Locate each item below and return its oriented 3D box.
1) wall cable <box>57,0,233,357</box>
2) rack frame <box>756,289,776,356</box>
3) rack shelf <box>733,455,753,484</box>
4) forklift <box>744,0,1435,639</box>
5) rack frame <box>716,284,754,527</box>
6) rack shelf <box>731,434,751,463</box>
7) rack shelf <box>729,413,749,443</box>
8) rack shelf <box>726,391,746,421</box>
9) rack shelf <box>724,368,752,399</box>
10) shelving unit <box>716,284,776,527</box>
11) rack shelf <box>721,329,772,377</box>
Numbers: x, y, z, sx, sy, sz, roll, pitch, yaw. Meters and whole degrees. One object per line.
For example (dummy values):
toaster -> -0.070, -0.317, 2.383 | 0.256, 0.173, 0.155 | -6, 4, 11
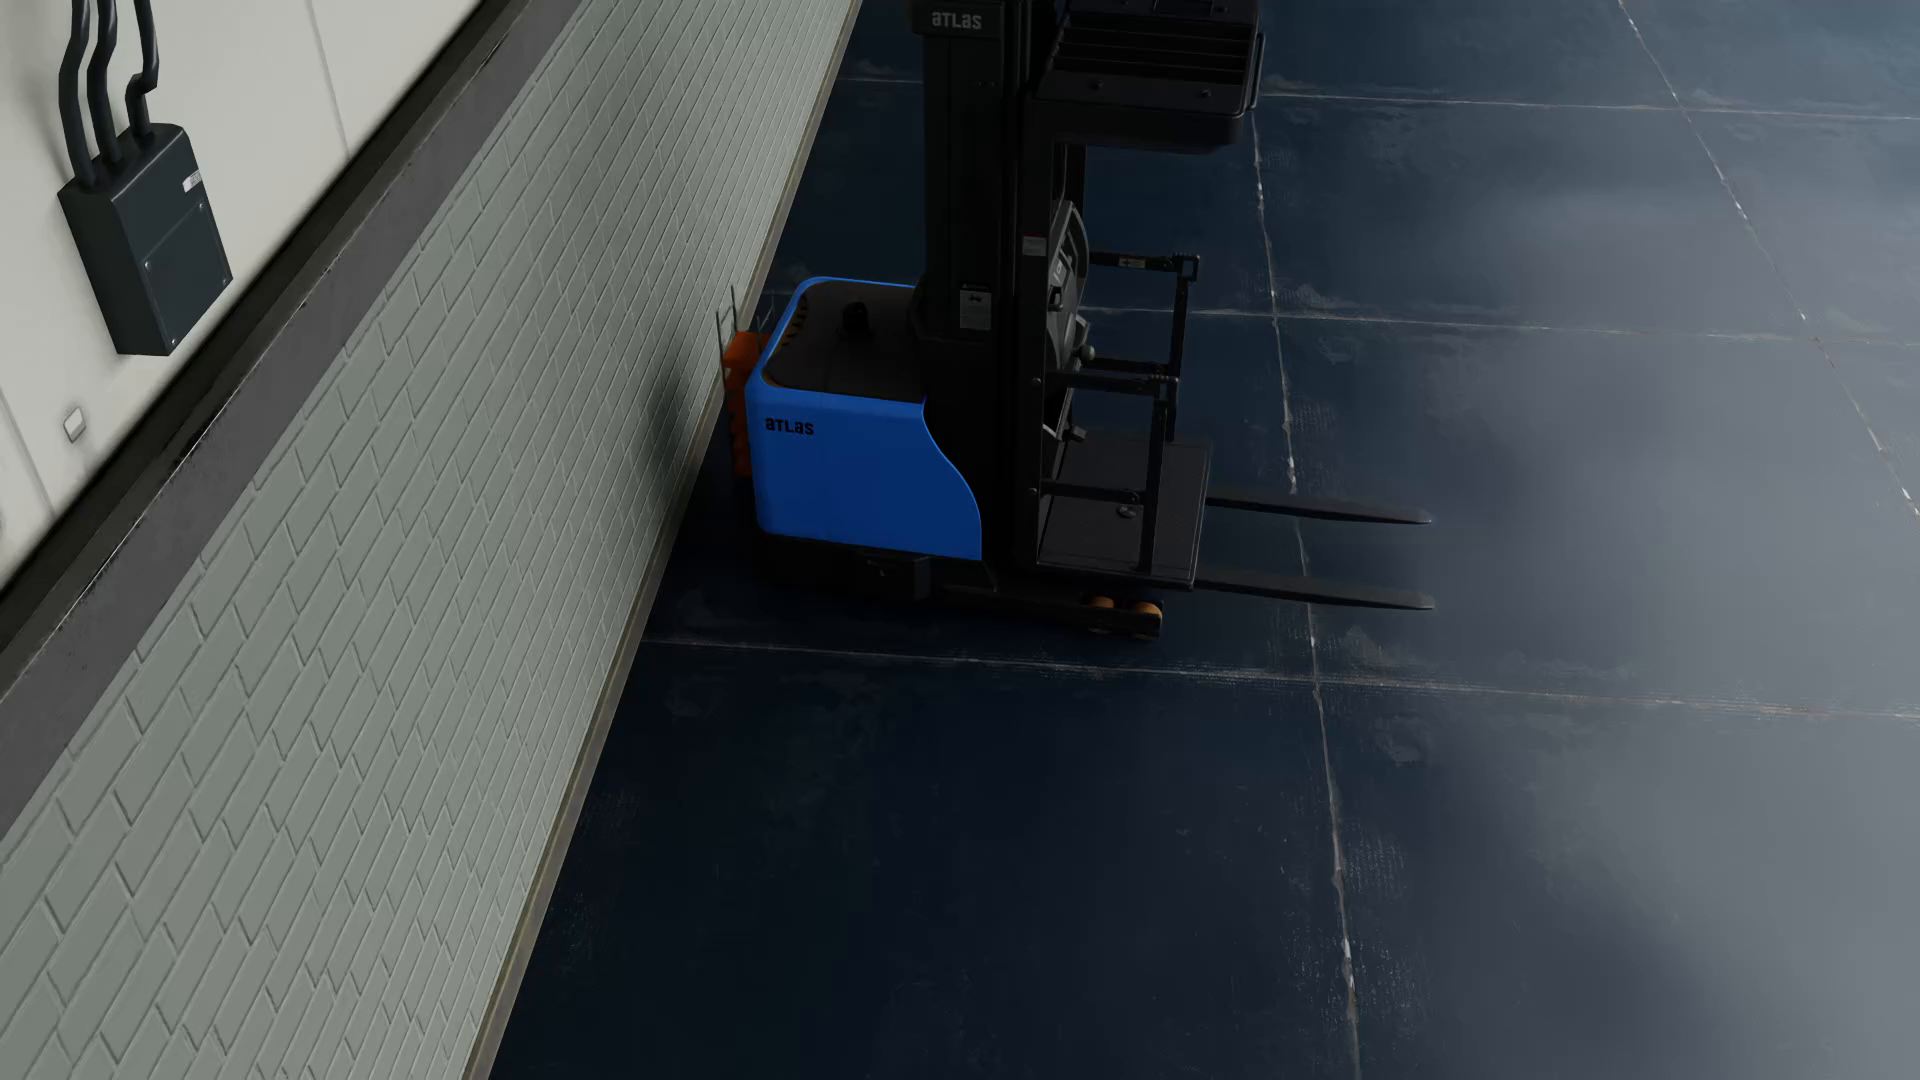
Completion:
wall cable -> -1.506, -3.418, 2.297 | 0.169, 6.003, 2.305 | 3, 39, 4
rack frame -> -0.858, -0.578, 7.680 | 0.006, 1.200, 0.240 | 7, 40, 9
rack shelf -> -0.947, -0.369, 7.874 | 0.180, 0.103, 0.258 | 7, 40, 9
forklift -> 0.637, -1.064, 6.906 | 3.031, 2.935, 1.130 | 7, 40, 9
rack frame -> -1.037, -0.601, 7.708 | 0.006, 1.200, 0.240 | 7, 40, 9
rack shelf -> -0.947, -0.462, 7.798 | 0.180, 0.103, 0.258 | 7, 40, 9
rack shelf -> -0.947, -0.555, 7.722 | 0.180, 0.103, 0.258 | 7, 40, 9
rack shelf -> -0.947, -0.648, 7.646 | 0.180, 0.103, 0.258 | 7, 40, 9
rack shelf -> -0.947, -0.741, 7.571 | 0.180, 0.103, 0.258 | 7, 40, 9
shelving unit -> -0.947, -0.589, 7.694 | 0.189, 1.200, 0.258 | 7, 40, 9
rack shelf -> -0.947, -0.834, 7.495 | 0.180, 0.103, 0.258 | 7, 40, 9
